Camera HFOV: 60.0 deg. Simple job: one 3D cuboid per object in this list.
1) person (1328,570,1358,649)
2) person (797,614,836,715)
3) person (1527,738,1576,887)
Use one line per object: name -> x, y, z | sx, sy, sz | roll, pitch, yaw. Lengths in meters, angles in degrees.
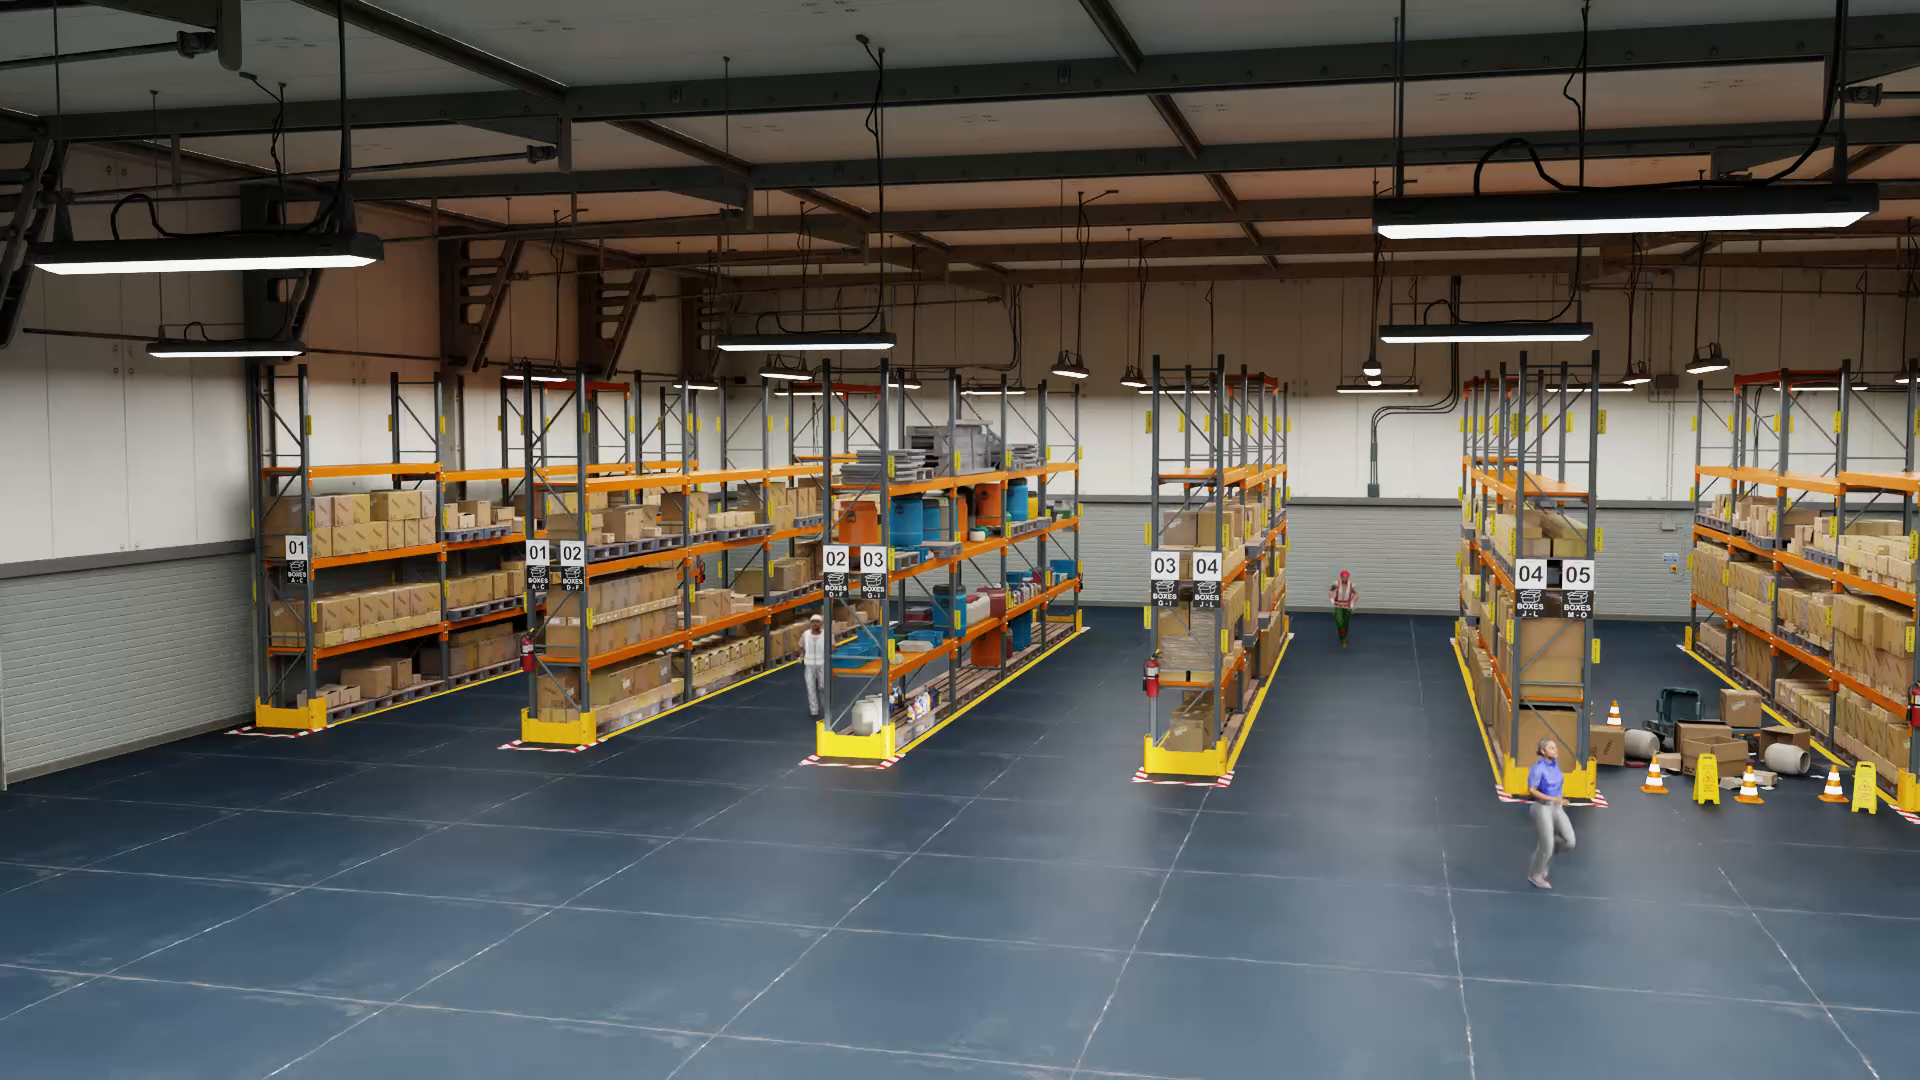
person -> 8.672, 1.534, 37.645 | 0.665, 1.751, 1.039 | 1, 4, 13
person -> -2.491, 2.149, 28.804 | 0.685, 1.735, 0.667 | 0, 4, 2
person -> 6.398, 2.958, 17.978 | 0.624, 1.612, 0.528 | -3, 5, -36
